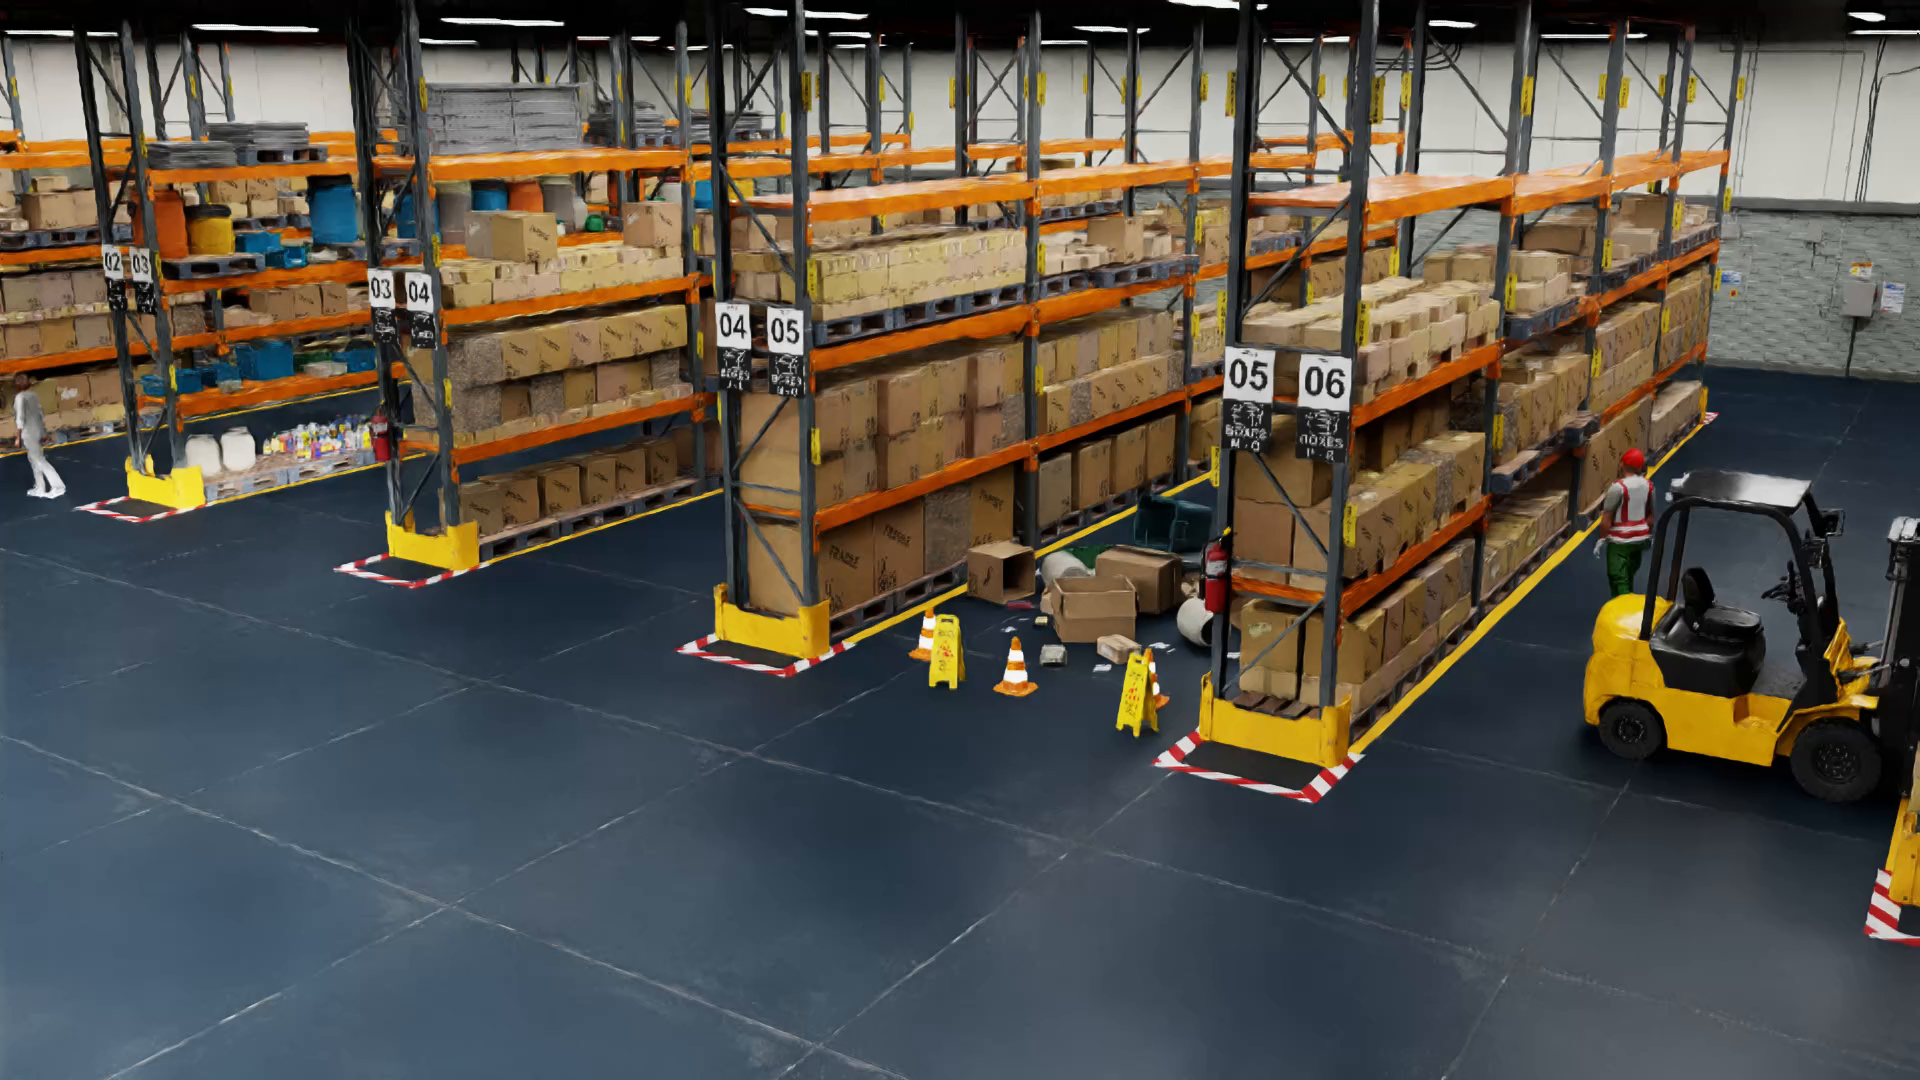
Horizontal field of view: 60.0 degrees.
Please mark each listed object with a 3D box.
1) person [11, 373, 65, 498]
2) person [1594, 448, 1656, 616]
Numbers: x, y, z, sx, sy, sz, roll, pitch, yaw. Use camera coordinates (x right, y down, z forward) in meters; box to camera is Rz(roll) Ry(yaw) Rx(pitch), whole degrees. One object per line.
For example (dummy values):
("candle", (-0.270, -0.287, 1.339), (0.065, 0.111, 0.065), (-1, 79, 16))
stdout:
("person", (-11.680, -1.324, 21.032), (0.552, 1.581, 0.463), (0, 16, 0))
("person", (6.318, -0.008, 15.860), (0.655, 1.785, 0.569), (-7, 17, -24))
